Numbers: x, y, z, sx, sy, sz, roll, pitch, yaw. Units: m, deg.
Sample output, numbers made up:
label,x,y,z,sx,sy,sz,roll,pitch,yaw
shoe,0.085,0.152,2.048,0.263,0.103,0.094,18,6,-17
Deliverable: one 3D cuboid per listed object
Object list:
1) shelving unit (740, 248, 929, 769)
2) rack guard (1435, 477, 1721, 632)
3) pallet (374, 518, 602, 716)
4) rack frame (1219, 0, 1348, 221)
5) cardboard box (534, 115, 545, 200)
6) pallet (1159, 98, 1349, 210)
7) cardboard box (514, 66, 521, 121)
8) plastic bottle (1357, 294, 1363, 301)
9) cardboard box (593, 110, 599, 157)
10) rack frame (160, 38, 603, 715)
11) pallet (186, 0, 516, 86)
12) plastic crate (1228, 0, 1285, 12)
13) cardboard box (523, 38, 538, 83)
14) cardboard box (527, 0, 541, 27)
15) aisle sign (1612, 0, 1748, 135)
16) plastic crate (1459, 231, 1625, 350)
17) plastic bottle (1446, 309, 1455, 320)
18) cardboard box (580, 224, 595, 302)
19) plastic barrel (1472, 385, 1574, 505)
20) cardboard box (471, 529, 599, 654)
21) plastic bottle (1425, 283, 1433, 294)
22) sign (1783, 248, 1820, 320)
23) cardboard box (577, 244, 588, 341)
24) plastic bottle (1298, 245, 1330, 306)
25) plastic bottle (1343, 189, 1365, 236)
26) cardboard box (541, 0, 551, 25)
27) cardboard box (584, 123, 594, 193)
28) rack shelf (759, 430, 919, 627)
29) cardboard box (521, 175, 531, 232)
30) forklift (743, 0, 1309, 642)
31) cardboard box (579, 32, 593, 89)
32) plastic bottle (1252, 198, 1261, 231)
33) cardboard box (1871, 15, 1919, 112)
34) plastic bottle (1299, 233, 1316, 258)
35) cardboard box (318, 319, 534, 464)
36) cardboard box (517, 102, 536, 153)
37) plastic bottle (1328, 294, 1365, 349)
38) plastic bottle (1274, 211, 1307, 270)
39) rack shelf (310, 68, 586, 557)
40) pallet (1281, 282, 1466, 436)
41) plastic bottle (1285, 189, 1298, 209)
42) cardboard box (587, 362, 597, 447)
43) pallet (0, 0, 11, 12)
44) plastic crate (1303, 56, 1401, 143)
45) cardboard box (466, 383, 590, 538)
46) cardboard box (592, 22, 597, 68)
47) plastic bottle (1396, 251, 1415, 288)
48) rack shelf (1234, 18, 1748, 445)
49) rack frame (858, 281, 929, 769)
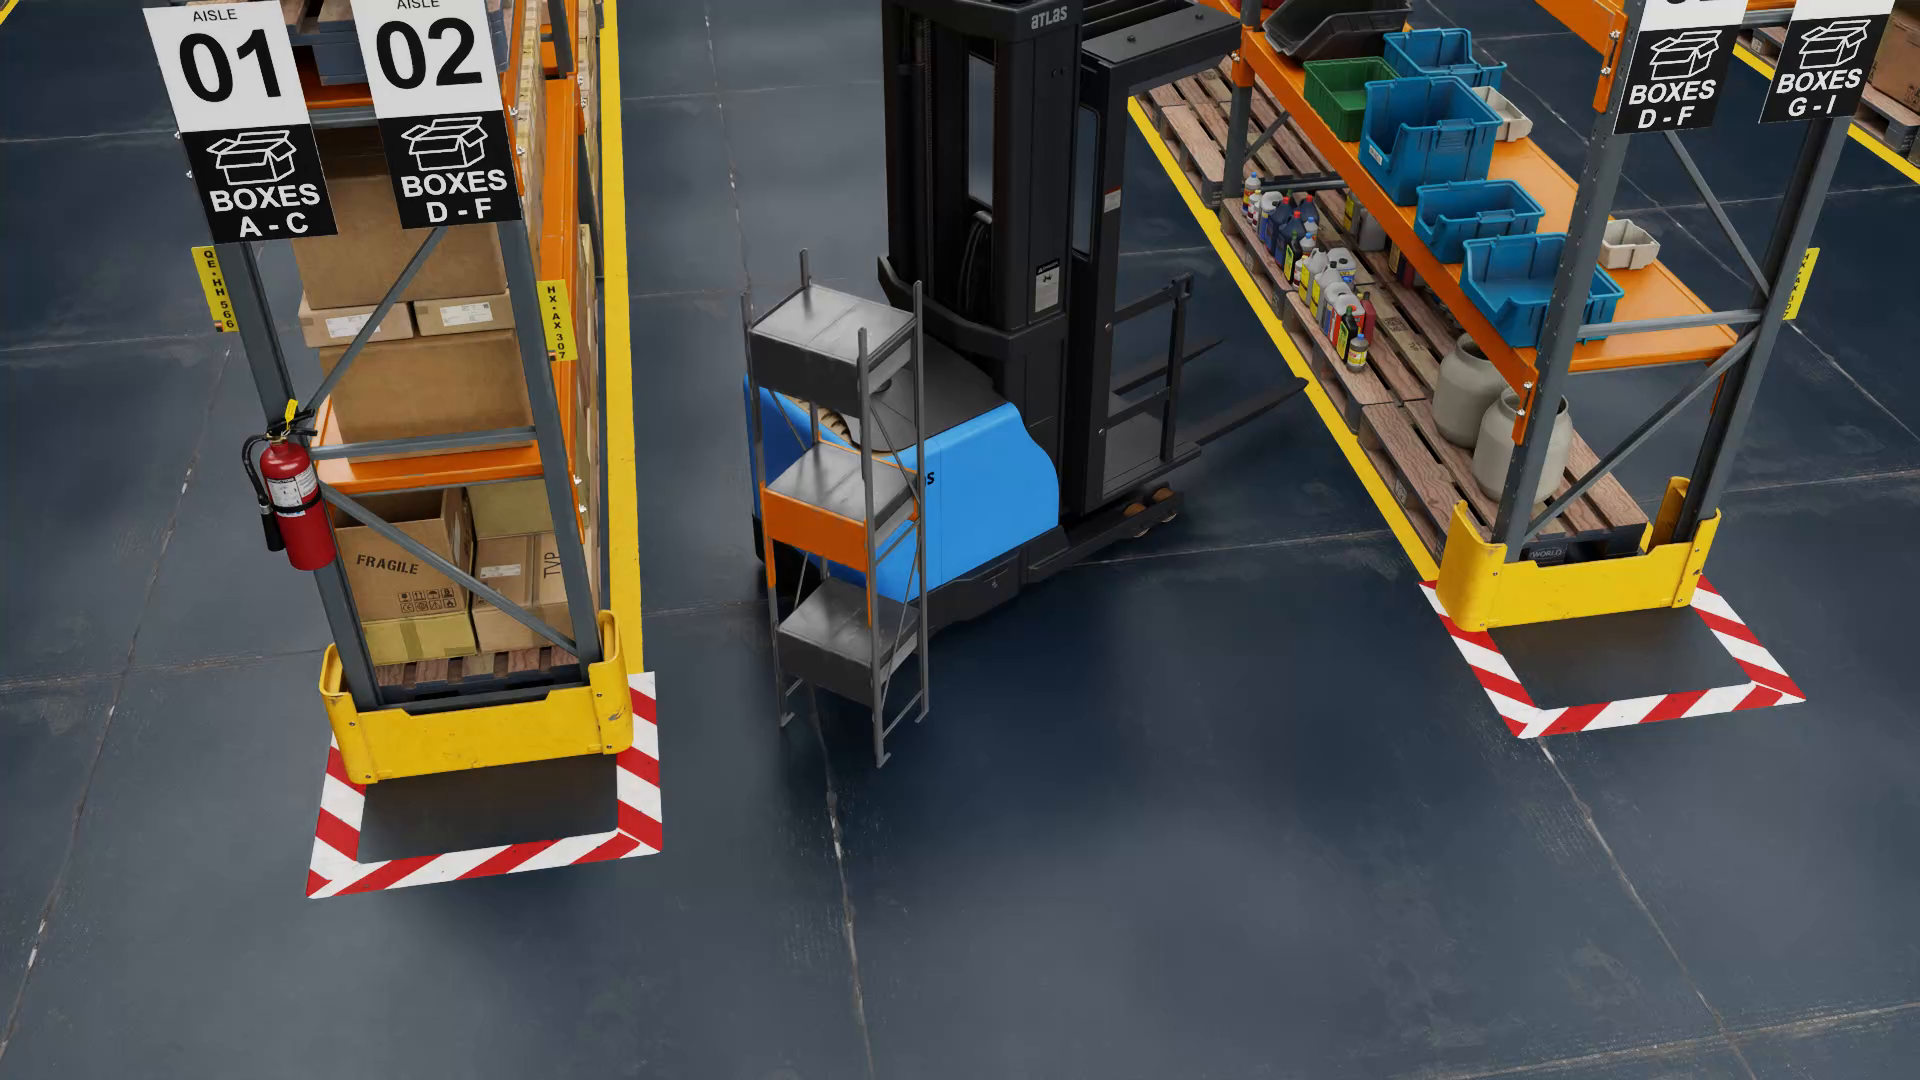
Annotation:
label,x,y,z,sx,sy,sz,roll,pitch,yaw
shelving unit,-0.453,-0.060,6.516,0.503,2.100,0.431,19,42,23
rack guard,2.832,0.064,7.661,1.175,0.500,0.348,-6,38,-8
pallet,-2.161,0.292,7.602,1.003,0.211,1.213,-6,38,-8
rack frame,2.190,-3.299,9.951,1.000,3.000,0.127,-6,38,-8
cardboard box,-2.420,-1.919,8.094,0.700,0.500,0.500,-6,38,-7
pallet,2.014,-2.668,11.412,1.003,0.211,1.213,-6,38,-8
cardboard box,-2.339,-2.143,7.325,0.700,0.500,0.500,-6,38,-8
plastic bottle,2.216,-1.277,9.271,0.097,0.201,0.097,0,38,0
cardboard box,-2.696,-2.740,11.131,0.500,0.250,0.500,-7,38,-9
rack frame,-1.986,-0.352,6.158,1.000,3.000,0.127,-6,38,-8
pallet,-2.084,-1.932,5.818,1.003,0.211,1.213,-6,38,-8
plastic crate,1.804,-3.584,10.265,0.402,0.464,0.583,-6,38,-8
cardboard box,-2.252,-2.308,8.065,0.380,0.149,0.250,-6,38,-8
cardboard box,-2.387,-2.773,8.664,0.380,0.149,0.250,-7,38,-9
aisle sign,2.612,-1.834,5.946,0.394,0.787,0.004,-6,38,-8
plastic crate,2.509,-1.094,7.234,0.499,0.251,0.616,-6,38,-8
plastic bottle,2.803,-1.375,9.340,0.097,0.271,0.097,0,38,0
cardboard box,-2.391,-1.592,9.653,0.500,0.250,0.500,-6,38,-8
plastic barrel,2.701,-0.455,7.977,0.421,0.512,0.421,0,38,0
cardboard box,-1.861,0.220,7.321,0.500,0.250,0.500,-6,38,-8
plastic bottle,2.749,-1.531,9.598,0.097,0.201,0.097,0,38,0
sign,3.434,-1.049,6.829,0.100,0.325,0.005,-6,38,-8
cardboard box,-2.223,-1.283,8.644,0.500,0.500,0.500,-6,38,-8
plastic bottle,2.031,-1.523,9.466,0.144,0.351,0.185,-7,38,-8
plastic bottle,2.445,-2.053,10.148,0.144,0.351,0.185,-6,38,-8
cardboard box,-2.641,-3.226,10.062,0.380,0.149,0.250,-6,38,-8
cardboard box,-2.514,-2.346,10.167,0.500,0.311,0.500,-6,38,-8
rack shelf,-0.453,-0.049,6.524,0.480,0.518,0.431,19,42,23
cardboard box,-1.976,-1.371,6.859,0.380,0.149,0.250,-7,38,-9
forklift,0.483,-1.399,7.562,3.031,2.935,1.130,-27,45,-30
cardboard box,-2.785,-3.274,11.362,0.500,0.311,0.500,-5,38,-7
plastic bottle,1.850,-2.005,10.208,0.097,0.201,0.097,0,38,0
cardboard box,6.980,-3.391,11.749,0.700,0.500,0.500,-9,39,-11
plastic bottle,2.019,-1.664,9.712,0.097,0.271,0.097,0,38,0
cardboard box,-2.055,-0.675,6.492,0.700,0.500,0.500,-6,38,-8
cardboard box,-2.111,-1.836,7.459,0.380,0.149,0.250,-6,38,-8
plastic bottle,2.121,-1.198,9.109,0.152,0.276,0.135,-6,38,-8
plastic bottle,1.956,-1.780,9.797,0.144,0.351,0.185,-8,39,-10
rack shelf,-2.336,-1.276,7.934,1.077,0.370,4.000,-6,38,-8
pallet,2.484,-1.049,9.328,1.003,0.211,1.213,-6,38,-8
plastic bottle,2.003,-1.980,10.109,0.061,0.283,0.133,-6,38,-8
cardboard box,-2.122,-0.686,8.487,0.500,0.250,0.500,-6,38,-8
pallet,-8.539,-4.768,14.115,1.003,0.211,1.213,-6,38,-8
plastic crate,2.150,-2.365,8.922,0.450,0.188,0.662,-6,38,-8
cardboard box,-1.950,-0.378,7.479,0.500,0.500,0.500,-6,38,-8
cardboard box,-2.962,-3.662,12.317,0.500,0.250,0.500,-7,38,-8
plastic bottle,2.597,-1.620,9.646,0.061,0.283,0.133,-6,38,-8
rack shelf,2.541,-1.807,8.617,1.077,0.370,4.000,-6,38,-8
rack frame,-0.242,0.014,6.420,0.015,2.100,0.400,19,42,23
